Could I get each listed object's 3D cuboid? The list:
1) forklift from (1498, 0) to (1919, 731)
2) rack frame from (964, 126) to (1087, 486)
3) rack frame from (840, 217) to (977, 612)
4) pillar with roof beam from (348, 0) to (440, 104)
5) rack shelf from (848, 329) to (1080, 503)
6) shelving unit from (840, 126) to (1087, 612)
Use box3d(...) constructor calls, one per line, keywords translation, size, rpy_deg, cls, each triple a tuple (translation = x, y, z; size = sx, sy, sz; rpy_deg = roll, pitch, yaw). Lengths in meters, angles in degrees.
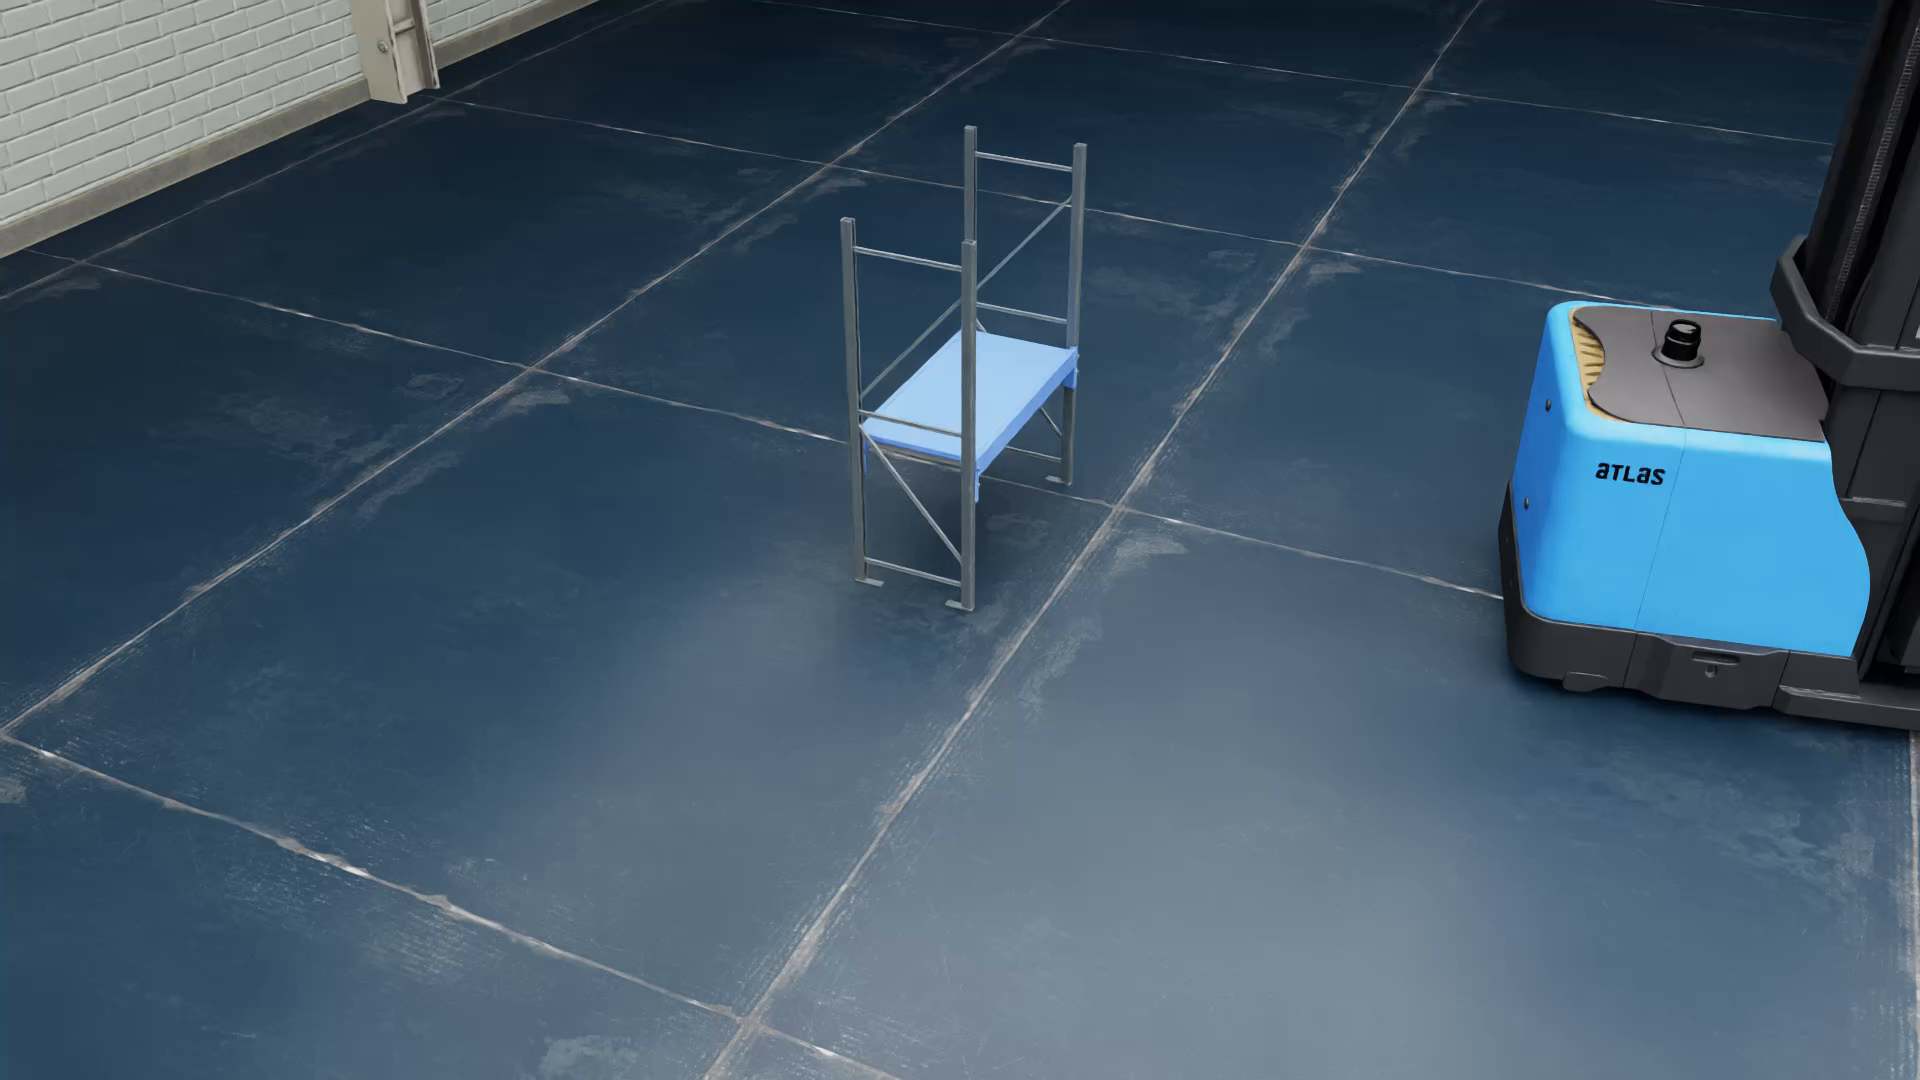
box3d(translation=(3.543, -0.792, 5.284), size=(3.031, 2.935, 1.130), rpy_deg=(7, 34, 11), cls="forklift")
box3d(translation=(0.248, -0.923, 6.790), size=(0.500, 1.500, 0.032), rpy_deg=(14, 36, 20), cls="rack frame")
box3d(translation=(-0.177, -0.416, 6.017), size=(0.500, 1.500, 0.032), rpy_deg=(14, 36, 20), cls="rack frame")
box3d(translation=(0.085, -5.856, 7.474), size=(9.100, 9.000, 0.400), rpy_deg=(14, 36, 20), cls="pillar with roof beam")
box3d(translation=(0.036, -0.519, 6.502), size=(0.538, 0.185, 1.000), rpy_deg=(14, 36, 20), cls="rack shelf")
box3d(translation=(0.036, -0.670, 6.404), size=(0.538, 1.500, 1.048), rpy_deg=(14, 36, 20), cls="shelving unit")
